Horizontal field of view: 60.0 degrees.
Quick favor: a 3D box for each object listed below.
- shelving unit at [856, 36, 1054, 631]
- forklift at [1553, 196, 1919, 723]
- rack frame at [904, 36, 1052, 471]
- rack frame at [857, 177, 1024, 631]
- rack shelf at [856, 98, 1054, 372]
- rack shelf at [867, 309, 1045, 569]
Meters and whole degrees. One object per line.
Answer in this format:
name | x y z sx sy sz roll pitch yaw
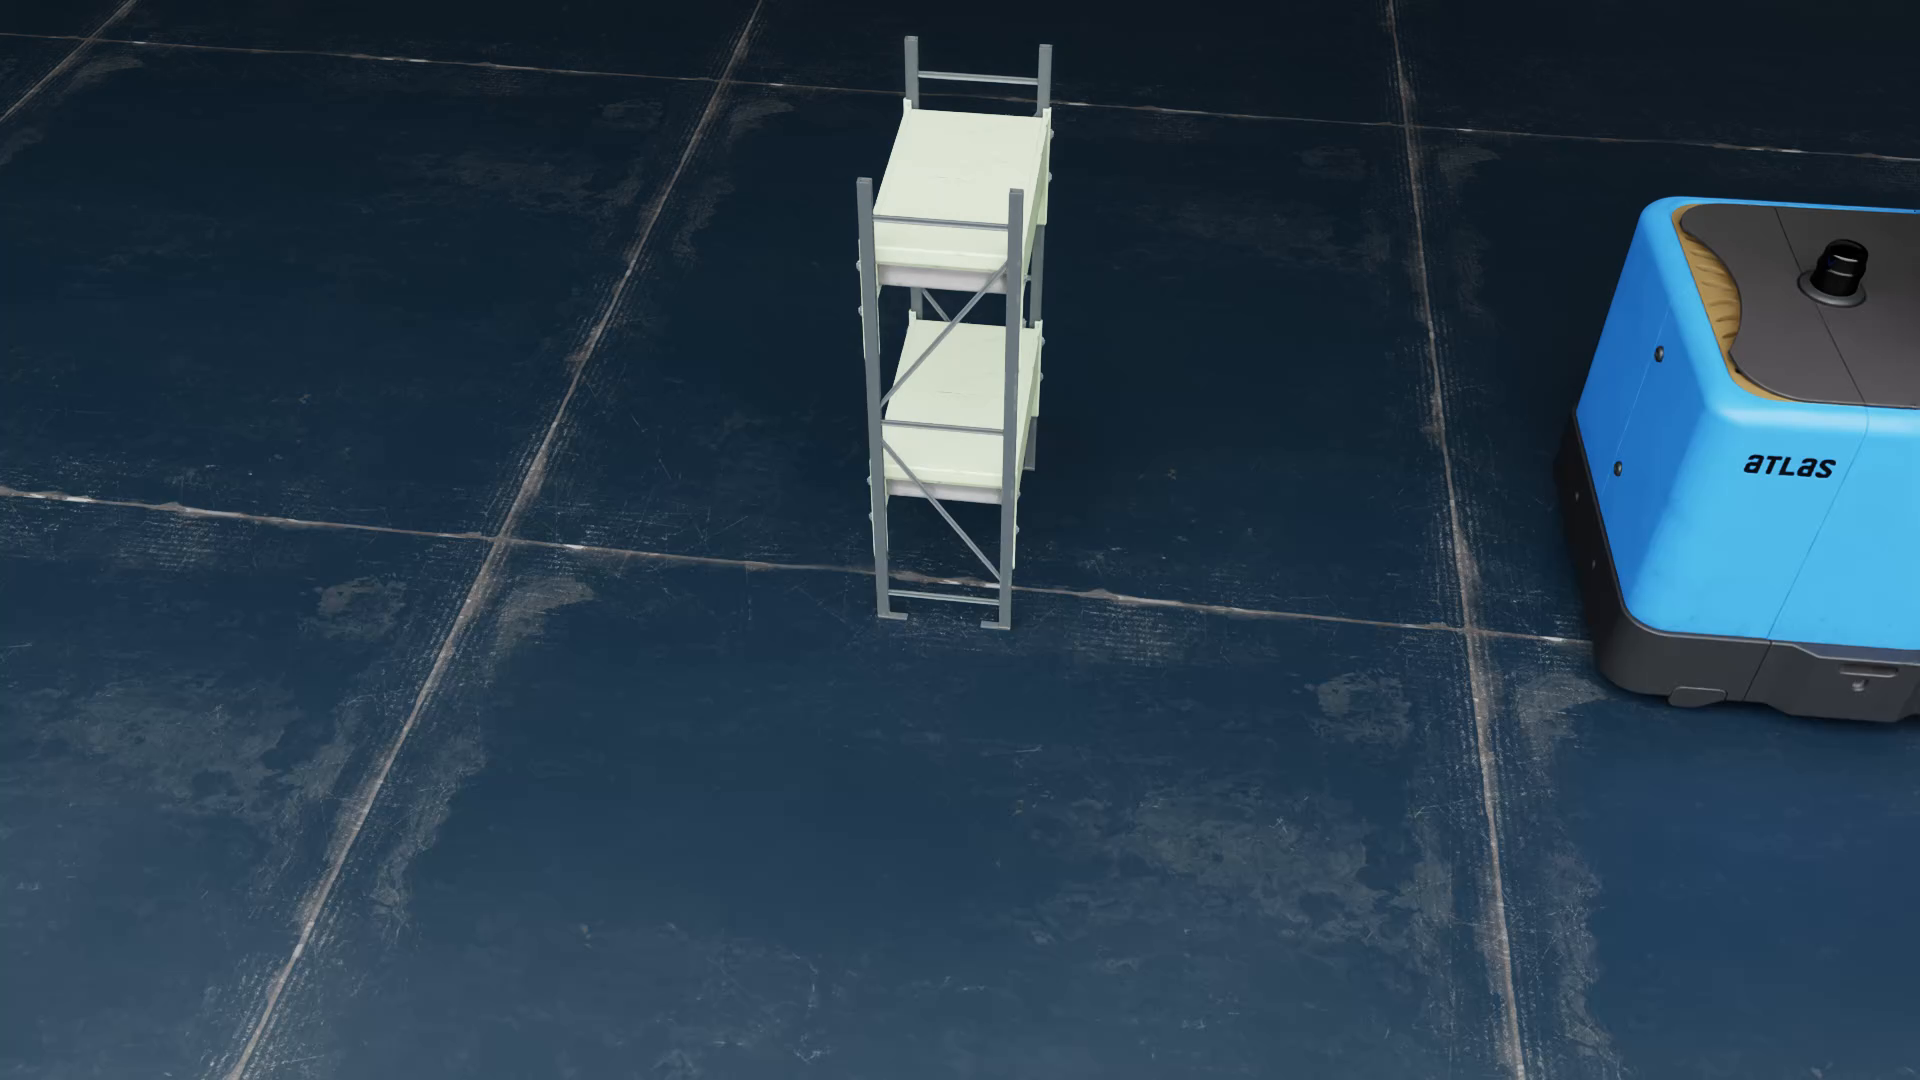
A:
shelving unit | 0.001 -0.549 4.739 0.431 1.500 0.755 5 44 6
forklift | 3.381 -0.835 4.000 3.031 2.935 1.130 4 44 4
rack frame | 0.049 -0.799 5.003 0.400 1.500 0.023 5 44 6
rack frame | -0.048 -0.300 4.476 0.400 1.500 0.023 5 44 6
rack shelf | 0.001 -0.833 4.471 0.431 0.370 0.720 5 44 6
rack shelf | 0.001 -0.312 4.963 0.431 0.370 0.720 5 44 6
